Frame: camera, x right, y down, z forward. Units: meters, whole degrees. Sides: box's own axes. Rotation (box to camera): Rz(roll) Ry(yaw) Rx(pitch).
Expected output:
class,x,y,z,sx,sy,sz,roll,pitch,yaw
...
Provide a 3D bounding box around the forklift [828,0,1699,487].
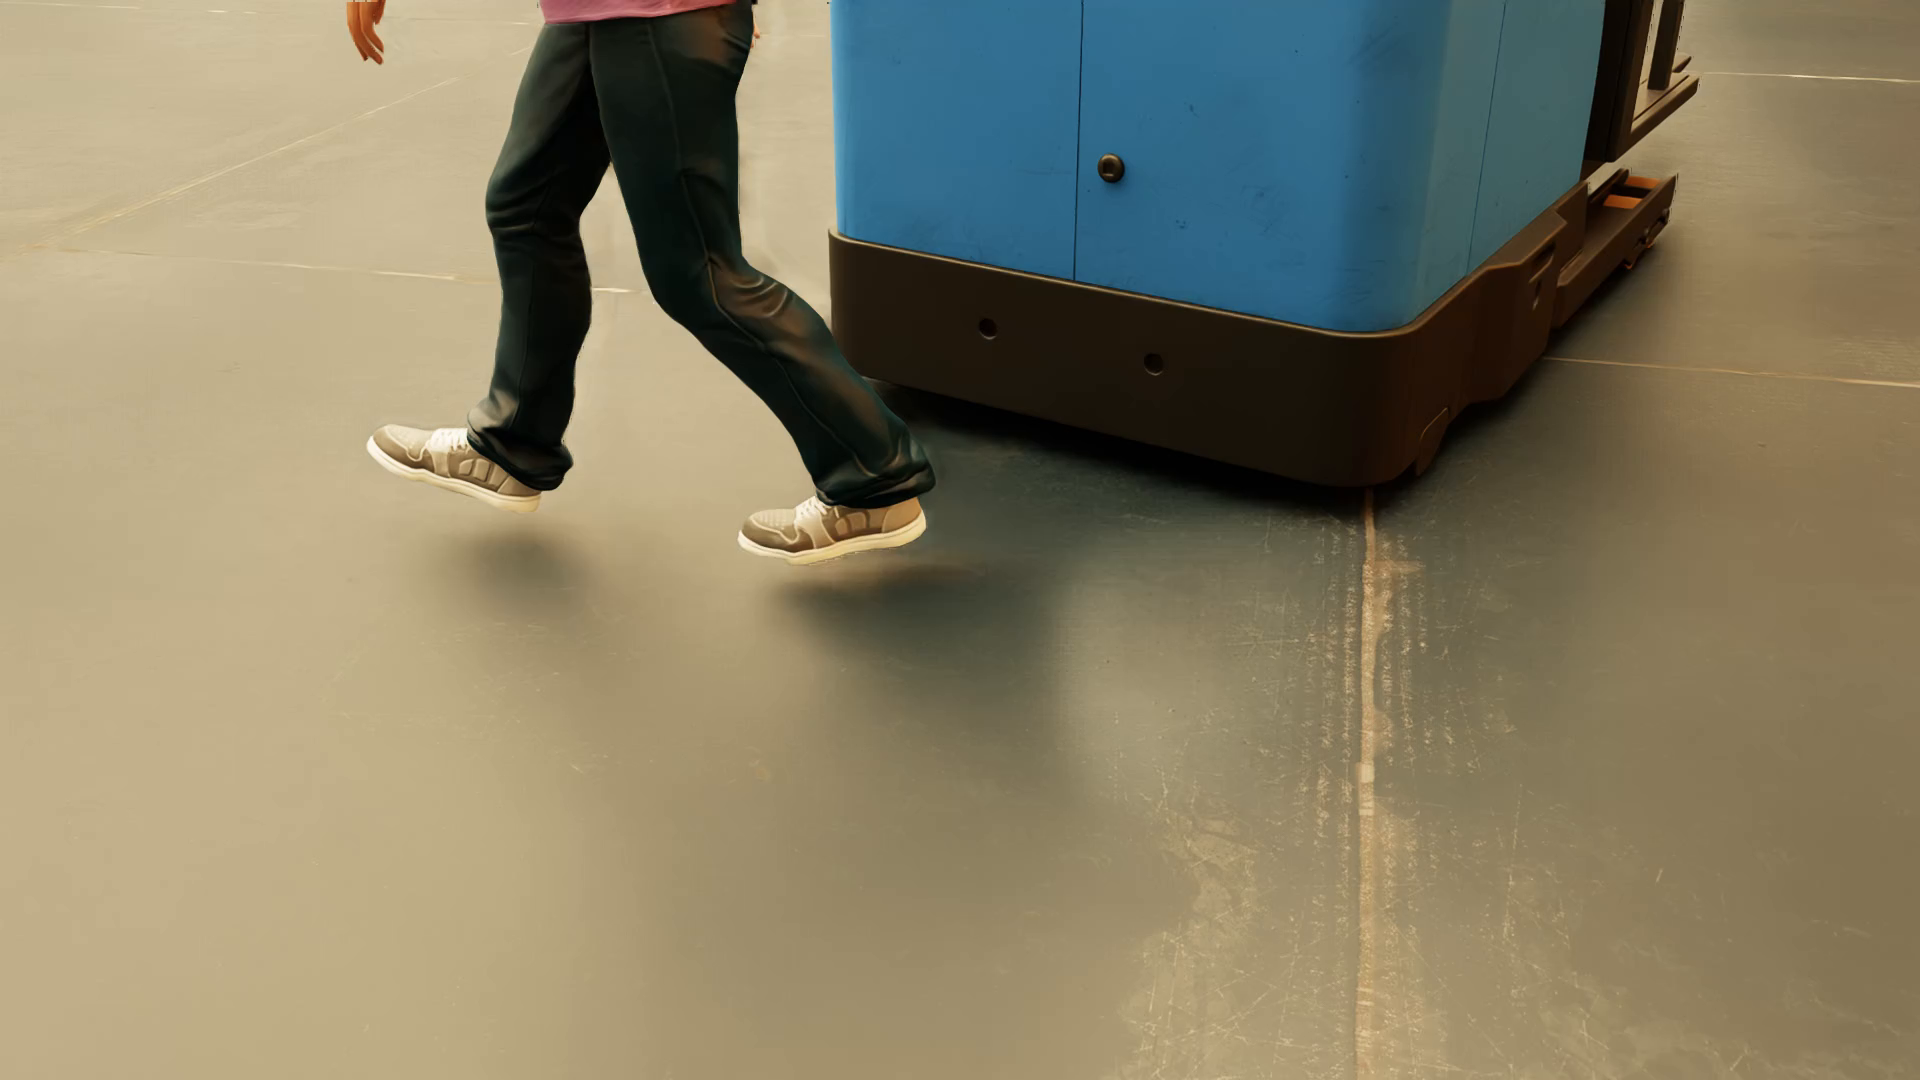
class,x,y,z,sx,sy,sz,roll,pitch,yaw
forklift,0.988,-2.006,3.223,1.130,2.935,3.031,16,31,29

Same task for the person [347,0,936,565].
class,x,y,z,sx,sy,sz,roll,pitch,yaw
person,-0.467,-0.706,2.163,0.835,1.533,0.525,-4,27,-7
